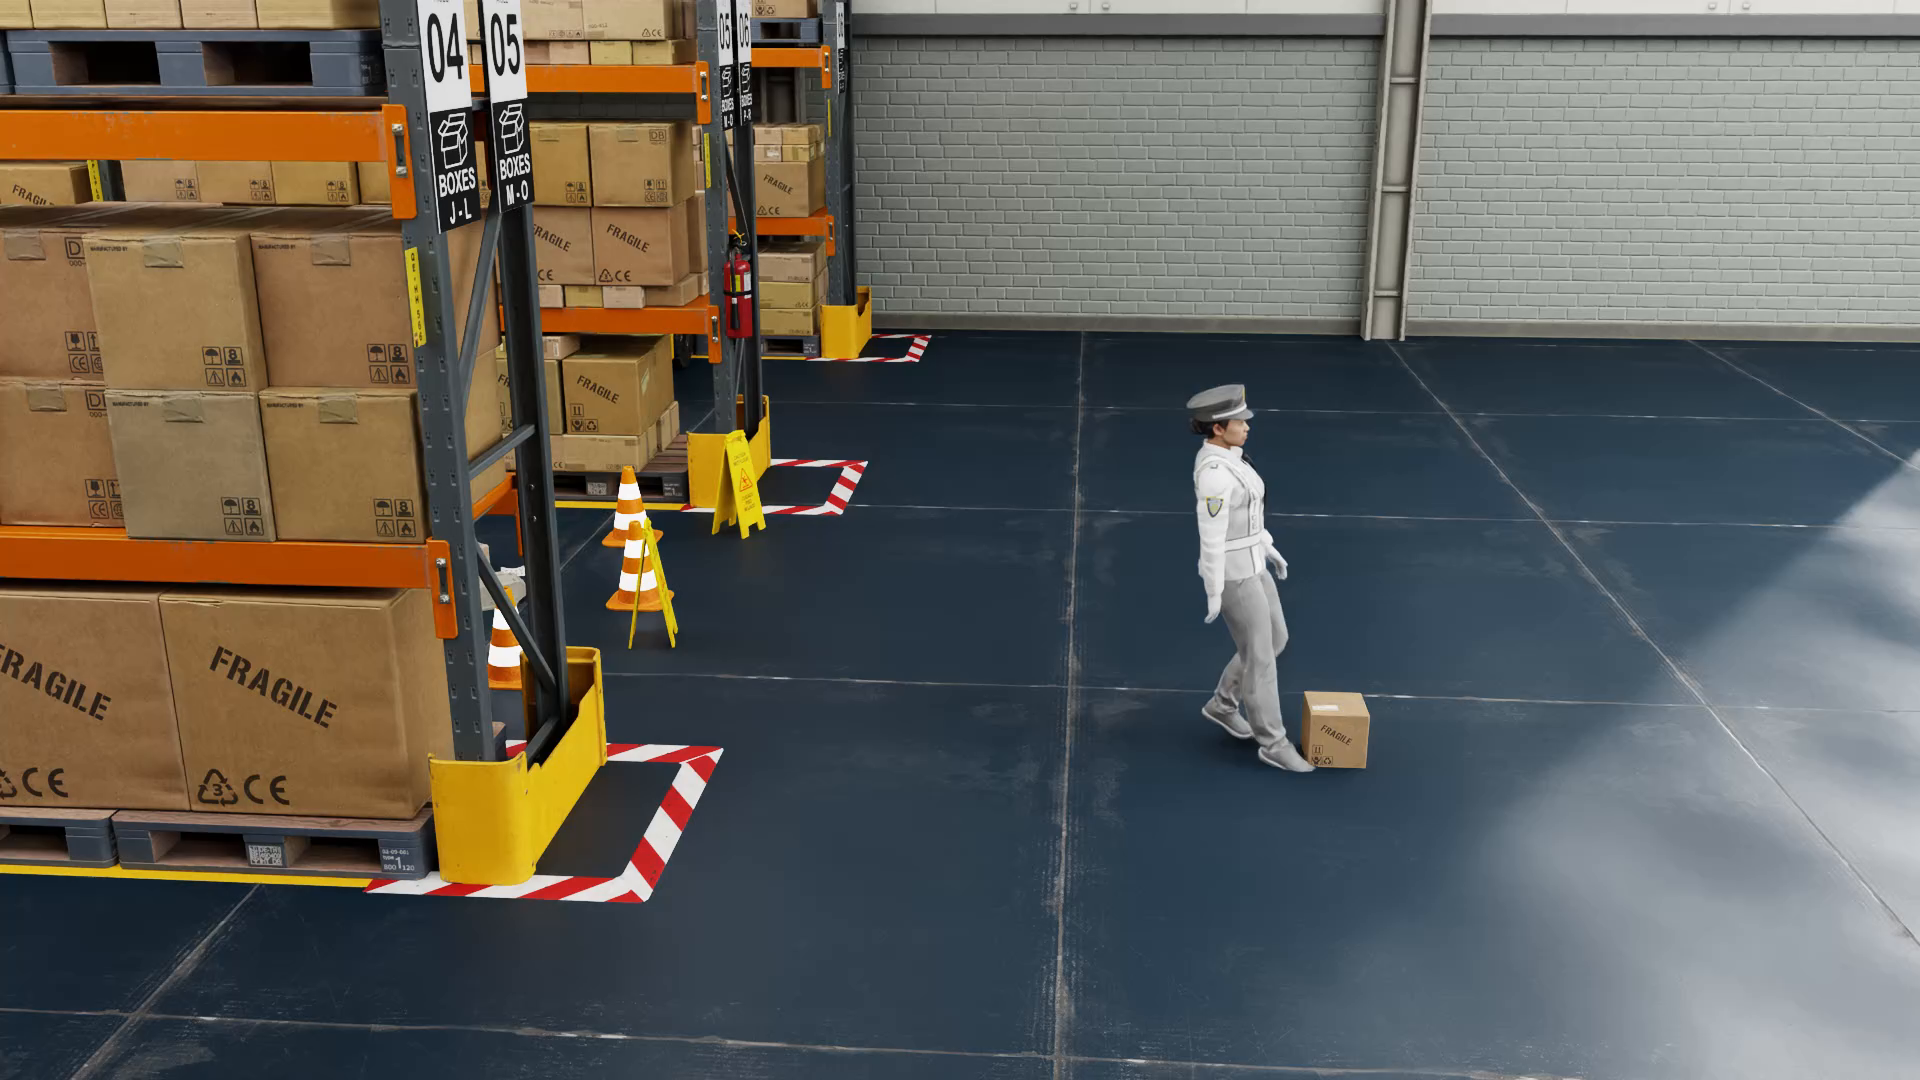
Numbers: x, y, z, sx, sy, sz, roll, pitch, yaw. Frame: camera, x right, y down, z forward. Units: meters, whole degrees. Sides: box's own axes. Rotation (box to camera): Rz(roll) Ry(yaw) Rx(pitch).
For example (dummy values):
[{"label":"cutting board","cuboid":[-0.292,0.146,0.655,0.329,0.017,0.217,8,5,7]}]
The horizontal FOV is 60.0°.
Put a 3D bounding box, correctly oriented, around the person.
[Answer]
[{"label":"person","cuboid":[1.262,0.175,7.086,0.649,1.717,0.544,3,18,10]}]
